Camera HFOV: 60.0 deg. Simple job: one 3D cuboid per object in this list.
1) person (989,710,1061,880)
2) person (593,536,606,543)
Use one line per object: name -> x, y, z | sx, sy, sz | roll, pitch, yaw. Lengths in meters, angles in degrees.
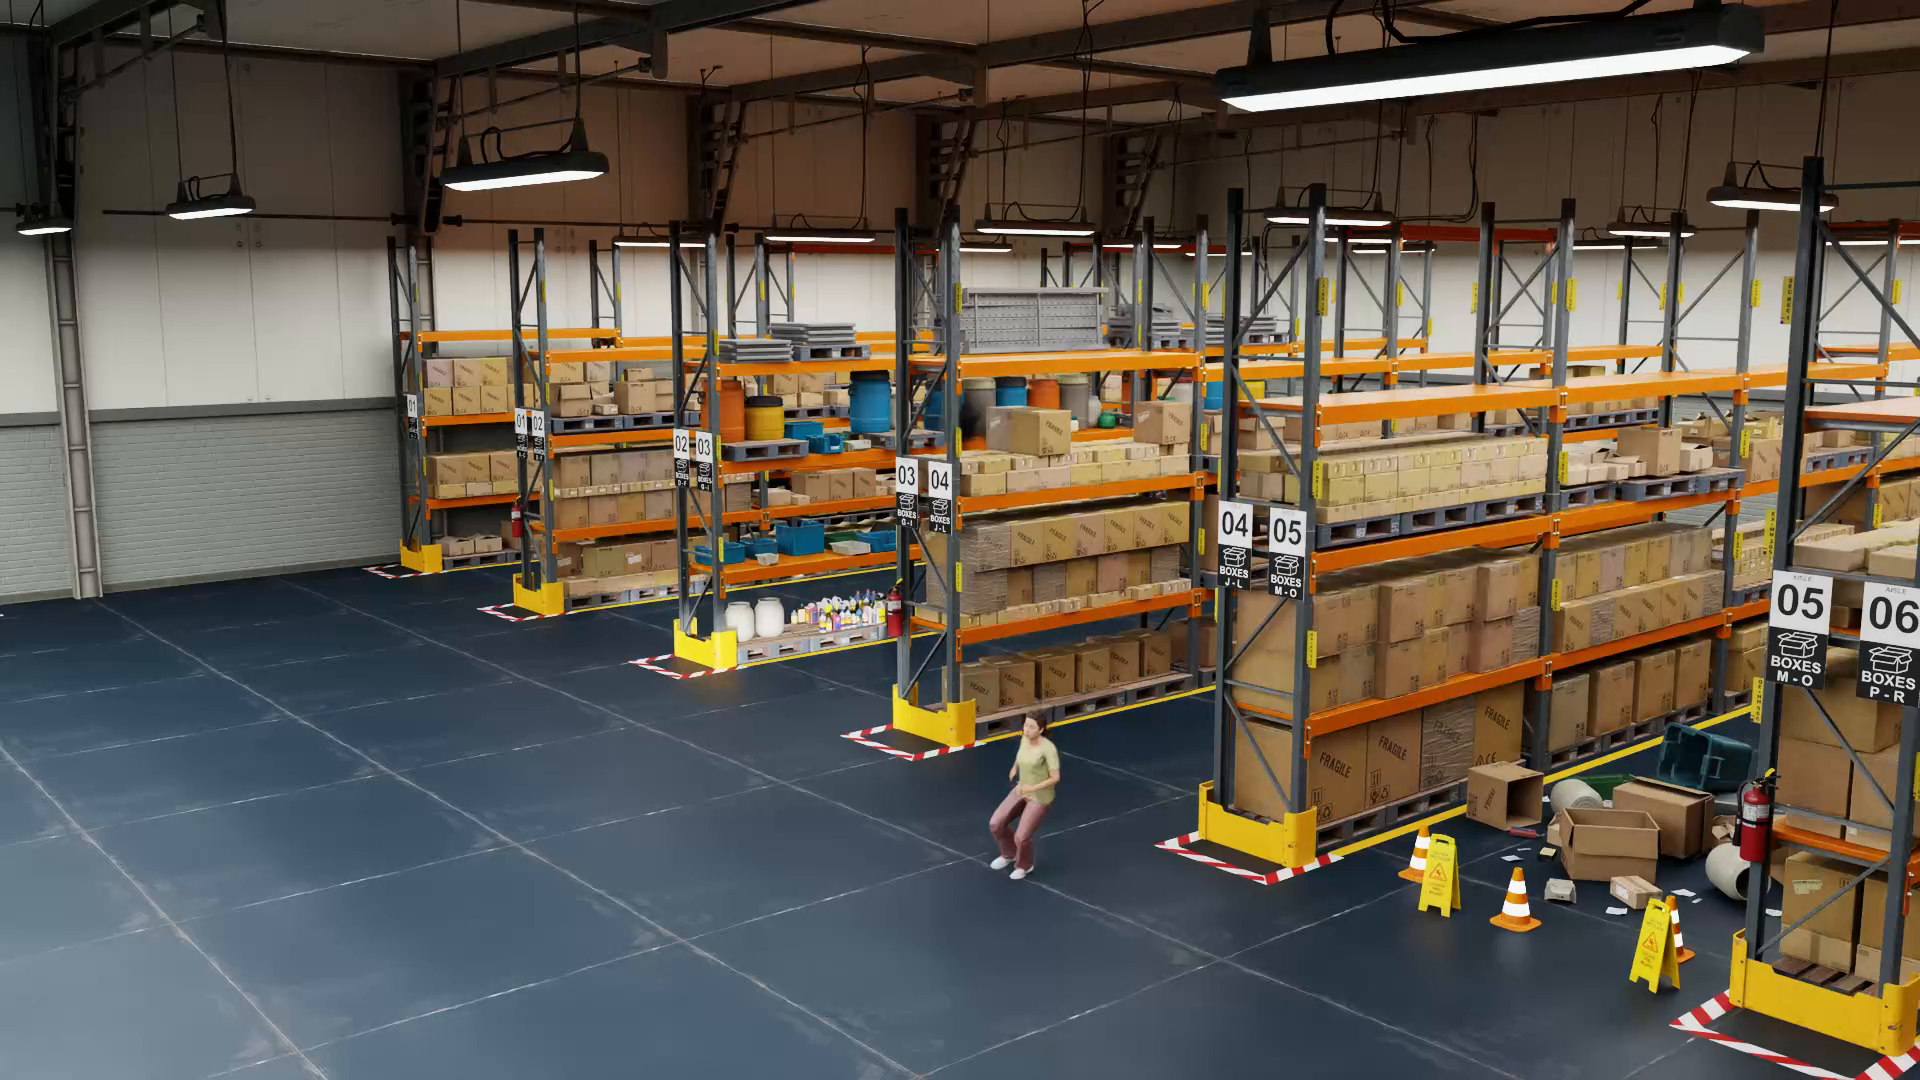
person -> 0.563, 2.221, 14.355 | 0.753, 1.584, 0.603 | 7, 11, 39
person -> -6.493, -0.323, 30.136 | 0.608, 1.840, 0.876 | 7, 11, 37
